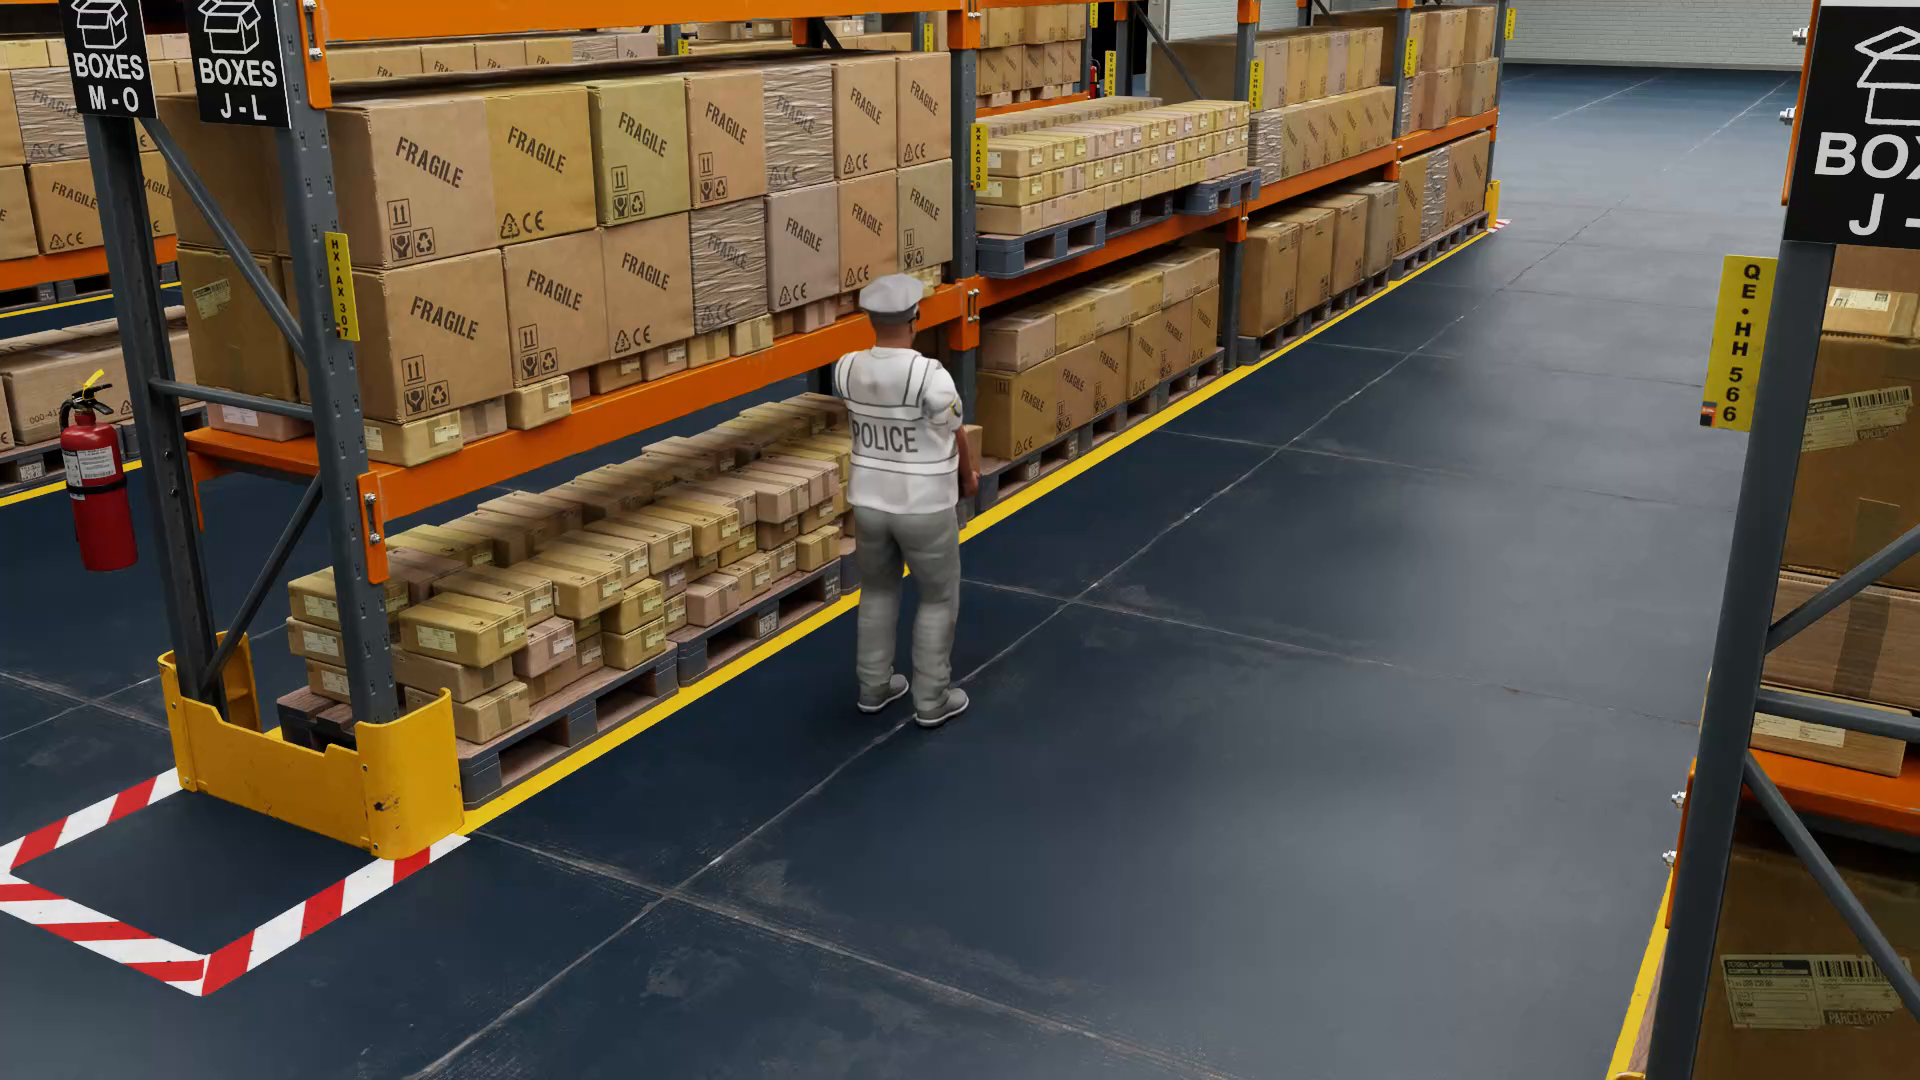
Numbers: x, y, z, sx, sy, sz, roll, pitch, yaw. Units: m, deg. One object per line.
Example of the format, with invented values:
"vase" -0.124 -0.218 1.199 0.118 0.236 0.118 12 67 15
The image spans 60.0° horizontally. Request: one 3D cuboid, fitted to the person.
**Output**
"person" -0.188 -0.168 6.517 0.490 1.772 0.567 10 22 26
